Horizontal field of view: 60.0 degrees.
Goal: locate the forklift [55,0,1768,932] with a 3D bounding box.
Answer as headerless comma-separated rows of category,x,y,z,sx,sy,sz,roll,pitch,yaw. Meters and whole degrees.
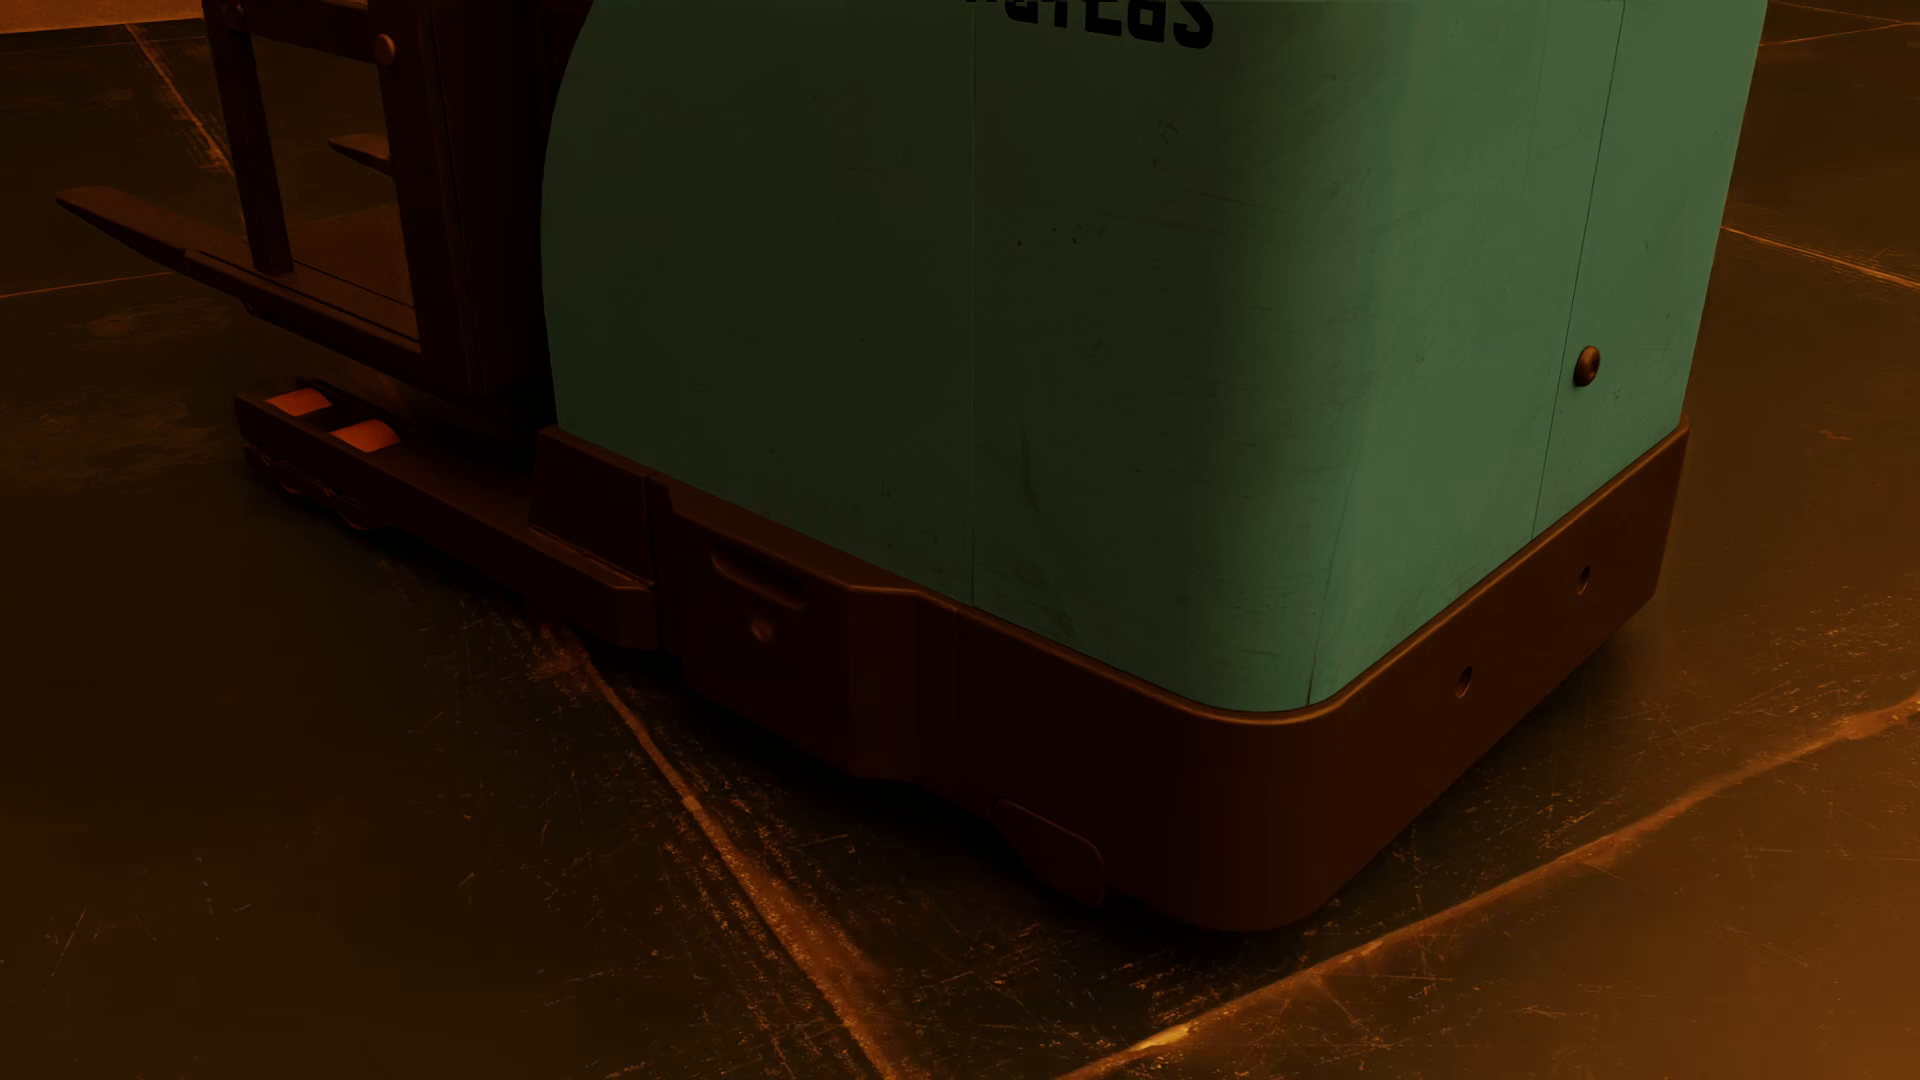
forklift,-0.504,-1.478,2.173,3.031,2.935,1.130,22,34,36
